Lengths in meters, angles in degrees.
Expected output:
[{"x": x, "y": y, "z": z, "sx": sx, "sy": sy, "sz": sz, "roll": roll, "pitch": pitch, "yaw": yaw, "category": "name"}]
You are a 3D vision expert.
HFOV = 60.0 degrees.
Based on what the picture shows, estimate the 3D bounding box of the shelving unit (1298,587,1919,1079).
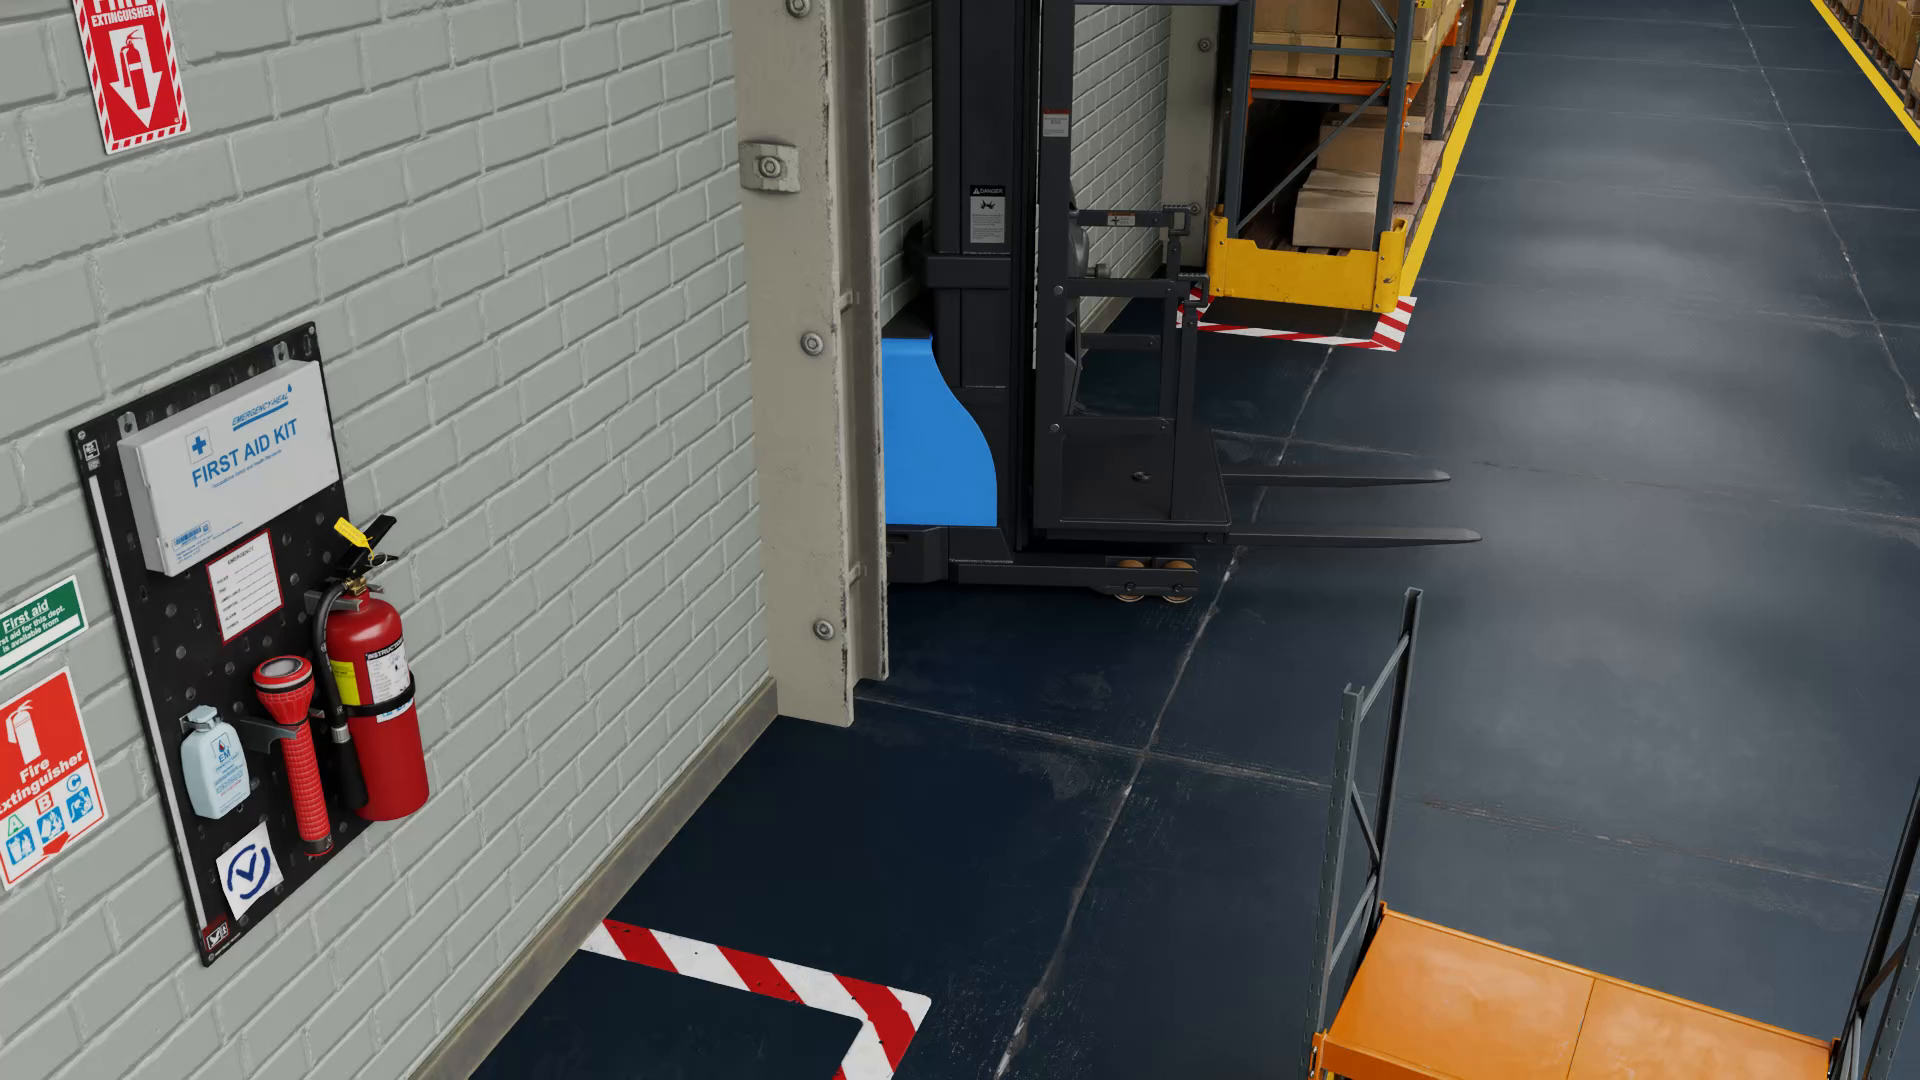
[{"x": 1.309, "y": 0.978, "z": 3.509, "sx": 1.083, "sy": 1.500, "sz": 0.587, "roll": 13, "pitch": 29, "yaw": 25, "category": "shelving unit"}]

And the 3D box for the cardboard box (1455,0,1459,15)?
[{"x": 3.390, "y": -3.986, "z": 12.191, "sx": 0.500, "sy": 0.250, "sz": 0.500, "roll": 9, "pitch": 27, "yaw": 18, "category": "cardboard box"}]

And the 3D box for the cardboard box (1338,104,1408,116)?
[{"x": 3.128, "y": -3.128, "z": 12.631, "sx": 0.500, "sy": 0.500, "sz": 0.500, "roll": 7, "pitch": 27, "yaw": 14, "category": "cardboard box"}]

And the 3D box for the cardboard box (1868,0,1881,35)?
[{"x": 10.212, "y": -5.747, "z": 18.040, "sx": 0.500, "sy": 0.500, "sz": 0.500, "roll": 9, "pitch": 27, "yaw": 18, "category": "cardboard box"}]

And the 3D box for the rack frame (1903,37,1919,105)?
[{"x": 9.439, "y": -5.414, "z": 14.990, "sx": 1.000, "sy": 3.000, "sz": 0.127, "roll": 9, "pitch": 27, "yaw": 17, "category": "rack frame"}]

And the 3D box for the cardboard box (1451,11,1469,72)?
[{"x": 4.576, "y": -4.900, "z": 16.293, "sx": 0.700, "sy": 0.500, "sz": 0.500, "roll": 9, "pitch": 27, "yaw": 18, "category": "cardboard box"}]

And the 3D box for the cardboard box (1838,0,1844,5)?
[{"x": 10.942, "y": -6.629, "z": 20.080, "sx": 0.500, "sy": 0.311, "sz": 0.500, "roll": 9, "pitch": 27, "yaw": 17, "category": "cardboard box"}]

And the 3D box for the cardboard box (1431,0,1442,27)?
[{"x": 2.720, "y": -3.477, "z": 10.277, "sx": 0.500, "sy": 0.500, "sz": 0.500, "roll": 9, "pitch": 27, "yaw": 18, "category": "cardboard box"}]

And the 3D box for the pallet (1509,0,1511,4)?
[{"x": 6.829, "y": -7.324, "z": 22.134, "sx": 1.003, "sy": 0.211, "sz": 1.213, "roll": 9, "pitch": 27, "yaw": 17, "category": "pallet"}]

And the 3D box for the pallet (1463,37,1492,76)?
[{"x": 5.100, "y": -5.189, "z": 17.725, "sx": 1.003, "sy": 0.211, "sz": 1.213, "roll": 9, "pitch": 27, "yaw": 17, "category": "pallet"}]

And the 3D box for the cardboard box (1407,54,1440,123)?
[{"x": 3.665, "y": -3.865, "z": 14.154, "sx": 0.700, "sy": 0.500, "sz": 0.500, "roll": 10, "pitch": 27, "yaw": 19, "category": "cardboard box"}]

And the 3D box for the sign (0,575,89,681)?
[{"x": -1.605, "y": 0.176, "z": 2.795, "sx": 0.001, "sy": 0.109, "sz": 0.331, "roll": 9, "pitch": 27, "yaw": 17, "category": "sign"}]

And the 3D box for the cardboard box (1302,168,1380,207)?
[{"x": 2.609, "y": -2.337, "z": 11.215, "sx": 0.500, "sy": 0.311, "sz": 0.500, "roll": 11, "pitch": 28, "yaw": 22, "category": "cardboard box"}]

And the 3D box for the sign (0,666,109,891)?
[{"x": -1.615, "y": 0.415, "z": 2.909, "sx": 0.001, "sy": 0.329, "sz": 0.234, "roll": 9, "pitch": 27, "yaw": 17, "category": "sign"}]

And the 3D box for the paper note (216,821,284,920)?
[{"x": -1.458, "y": 0.678, "z": 3.418, "sx": 0.016, "sy": 0.148, "sz": 0.142, "roll": 9, "pitch": 27, "yaw": 17, "category": "paper note"}]

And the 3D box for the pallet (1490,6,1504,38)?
[{"x": 5.912, "y": -6.192, "z": 19.796, "sx": 1.003, "sy": 0.211, "sz": 1.213, "roll": 9, "pitch": 27, "yaw": 17, "category": "pallet"}]

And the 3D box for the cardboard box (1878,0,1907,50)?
[{"x": 9.870, "y": -5.335, "z": 17.189, "sx": 0.500, "sy": 0.500, "sz": 0.500, "roll": 8, "pitch": 27, "yaw": 15, "category": "cardboard box"}]

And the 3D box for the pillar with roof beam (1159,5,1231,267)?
[{"x": 5.581, "y": -5.332, "z": 7.937, "sx": 9.100, "sy": 9.000, "sz": 0.400, "roll": 9, "pitch": 27, "yaw": 17, "category": "pillar with roof beam"}]

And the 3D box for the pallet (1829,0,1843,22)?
[{"x": 11.404, "y": -6.588, "z": 20.614, "sx": 1.003, "sy": 0.211, "sz": 1.213, "roll": 9, "pitch": 27, "yaw": 17, "category": "pallet"}]

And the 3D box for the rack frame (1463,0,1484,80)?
[{"x": 4.766, "y": -6.131, "z": 16.471, "sx": 1.000, "sy": 3.000, "sz": 0.127, "roll": 9, "pitch": 27, "yaw": 17, "category": "rack frame"}]

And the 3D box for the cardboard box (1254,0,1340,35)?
[{"x": 2.061, "y": -3.347, "z": 10.009, "sx": 0.500, "sy": 0.500, "sz": 0.500, "roll": 8, "pitch": 27, "yaw": 17, "category": "cardboard box"}]

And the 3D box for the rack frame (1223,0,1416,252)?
[{"x": 2.104, "y": -2.843, "z": 9.681, "sx": 1.000, "sy": 3.000, "sz": 0.127, "roll": 9, "pitch": 27, "yaw": 17, "category": "rack frame"}]

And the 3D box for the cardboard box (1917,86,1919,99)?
[{"x": 8.821, "y": -3.986, "z": 14.714, "sx": 0.500, "sy": 0.250, "sz": 0.500, "roll": 8, "pitch": 27, "yaw": 16, "category": "cardboard box"}]

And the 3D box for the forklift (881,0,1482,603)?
[{"x": 0.627, "y": -1.304, "z": 6.579, "sx": 3.031, "sy": 2.935, "sz": 1.130, "roll": 1, "pitch": 26, "yaw": 3, "category": "forklift"}]

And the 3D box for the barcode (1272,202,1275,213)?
[{"x": 2.048, "y": -2.172, "z": 10.864, "sx": 0.001, "sy": 0.075, "sz": 0.075, "roll": 9, "pitch": 27, "yaw": 17, "category": "barcode"}]

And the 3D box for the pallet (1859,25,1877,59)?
[{"x": 10.535, "y": -5.463, "z": 18.291, "sx": 1.003, "sy": 0.211, "sz": 1.213, "roll": 9, "pitch": 27, "yaw": 17, "category": "pallet"}]

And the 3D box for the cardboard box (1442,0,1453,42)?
[{"x": 3.071, "y": -3.571, "z": 11.332, "sx": 0.500, "sy": 0.250, "sz": 0.500, "roll": 9, "pitch": 27, "yaw": 18, "category": "cardboard box"}]

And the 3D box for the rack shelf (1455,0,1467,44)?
[{"x": 4.101, "y": -4.985, "z": 14.930, "sx": 1.077, "sy": 0.370, "sz": 4.000, "roll": 9, "pitch": 27, "yaw": 17, "category": "rack shelf"}]

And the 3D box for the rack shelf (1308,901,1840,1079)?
[{"x": 1.317, "y": 1.142, "z": 3.583, "sx": 1.000, "sy": 0.185, "sz": 0.538, "roll": 13, "pitch": 29, "yaw": 25, "category": "rack shelf"}]

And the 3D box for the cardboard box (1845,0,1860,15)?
[{"x": 10.692, "y": -6.406, "z": 19.402, "sx": 0.500, "sy": 0.500, "sz": 0.500, "roll": 9, "pitch": 27, "yaw": 17, "category": "cardboard box"}]

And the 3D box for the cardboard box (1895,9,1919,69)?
[{"x": 9.529, "y": -4.905, "z": 16.303, "sx": 0.500, "sy": 0.500, "sz": 0.500, "roll": 10, "pitch": 28, "yaw": 19, "category": "cardboard box"}]

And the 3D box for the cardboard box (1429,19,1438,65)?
[{"x": 2.725, "y": -3.155, "z": 10.473, "sx": 0.500, "sy": 0.250, "sz": 0.500, "roll": 8, "pitch": 27, "yaw": 16, "category": "cardboard box"}]

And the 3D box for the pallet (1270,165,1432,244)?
[{"x": 2.841, "y": -2.448, "z": 12.064, "sx": 1.003, "sy": 0.211, "sz": 1.213, "roll": 9, "pitch": 27, "yaw": 17, "category": "pallet"}]

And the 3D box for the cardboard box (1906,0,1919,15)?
[{"x": 9.544, "y": -5.267, "z": 16.189, "sx": 0.500, "sy": 0.250, "sz": 0.500, "roll": 10, "pitch": 28, "yaw": 19, "category": "cardboard box"}]

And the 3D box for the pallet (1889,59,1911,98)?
[{"x": 9.723, "y": -4.460, "z": 16.220, "sx": 1.003, "sy": 0.211, "sz": 1.213, "roll": 9, "pitch": 27, "yaw": 17, "category": "pallet"}]

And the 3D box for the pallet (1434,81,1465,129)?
[{"x": 4.097, "y": -4.055, "z": 15.383, "sx": 1.003, "sy": 0.211, "sz": 1.213, "roll": 9, "pitch": 27, "yaw": 17, "category": "pallet"}]

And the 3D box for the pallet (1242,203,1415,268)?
[{"x": 2.433, "y": -1.948, "z": 11.032, "sx": 1.003, "sy": 0.211, "sz": 1.213, "roll": 9, "pitch": 27, "yaw": 17, "category": "pallet"}]

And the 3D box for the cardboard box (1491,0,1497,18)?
[{"x": 5.711, "y": -6.345, "z": 18.897, "sx": 0.750, "sy": 0.750, "sz": 0.750, "roll": 10, "pitch": 27, "yaw": 19, "category": "cardboard box"}]

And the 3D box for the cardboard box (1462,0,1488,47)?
[{"x": 5.135, "y": -5.636, "z": 17.432, "sx": 0.750, "sy": 0.750, "sz": 0.750, "roll": 8, "pitch": 27, "yaw": 17, "category": "cardboard box"}]

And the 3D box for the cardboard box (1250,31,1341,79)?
[{"x": 2.077, "y": -3.005, "z": 10.164, "sx": 0.500, "sy": 0.250, "sz": 0.500, "roll": 9, "pitch": 27, "yaw": 18, "category": "cardboard box"}]
